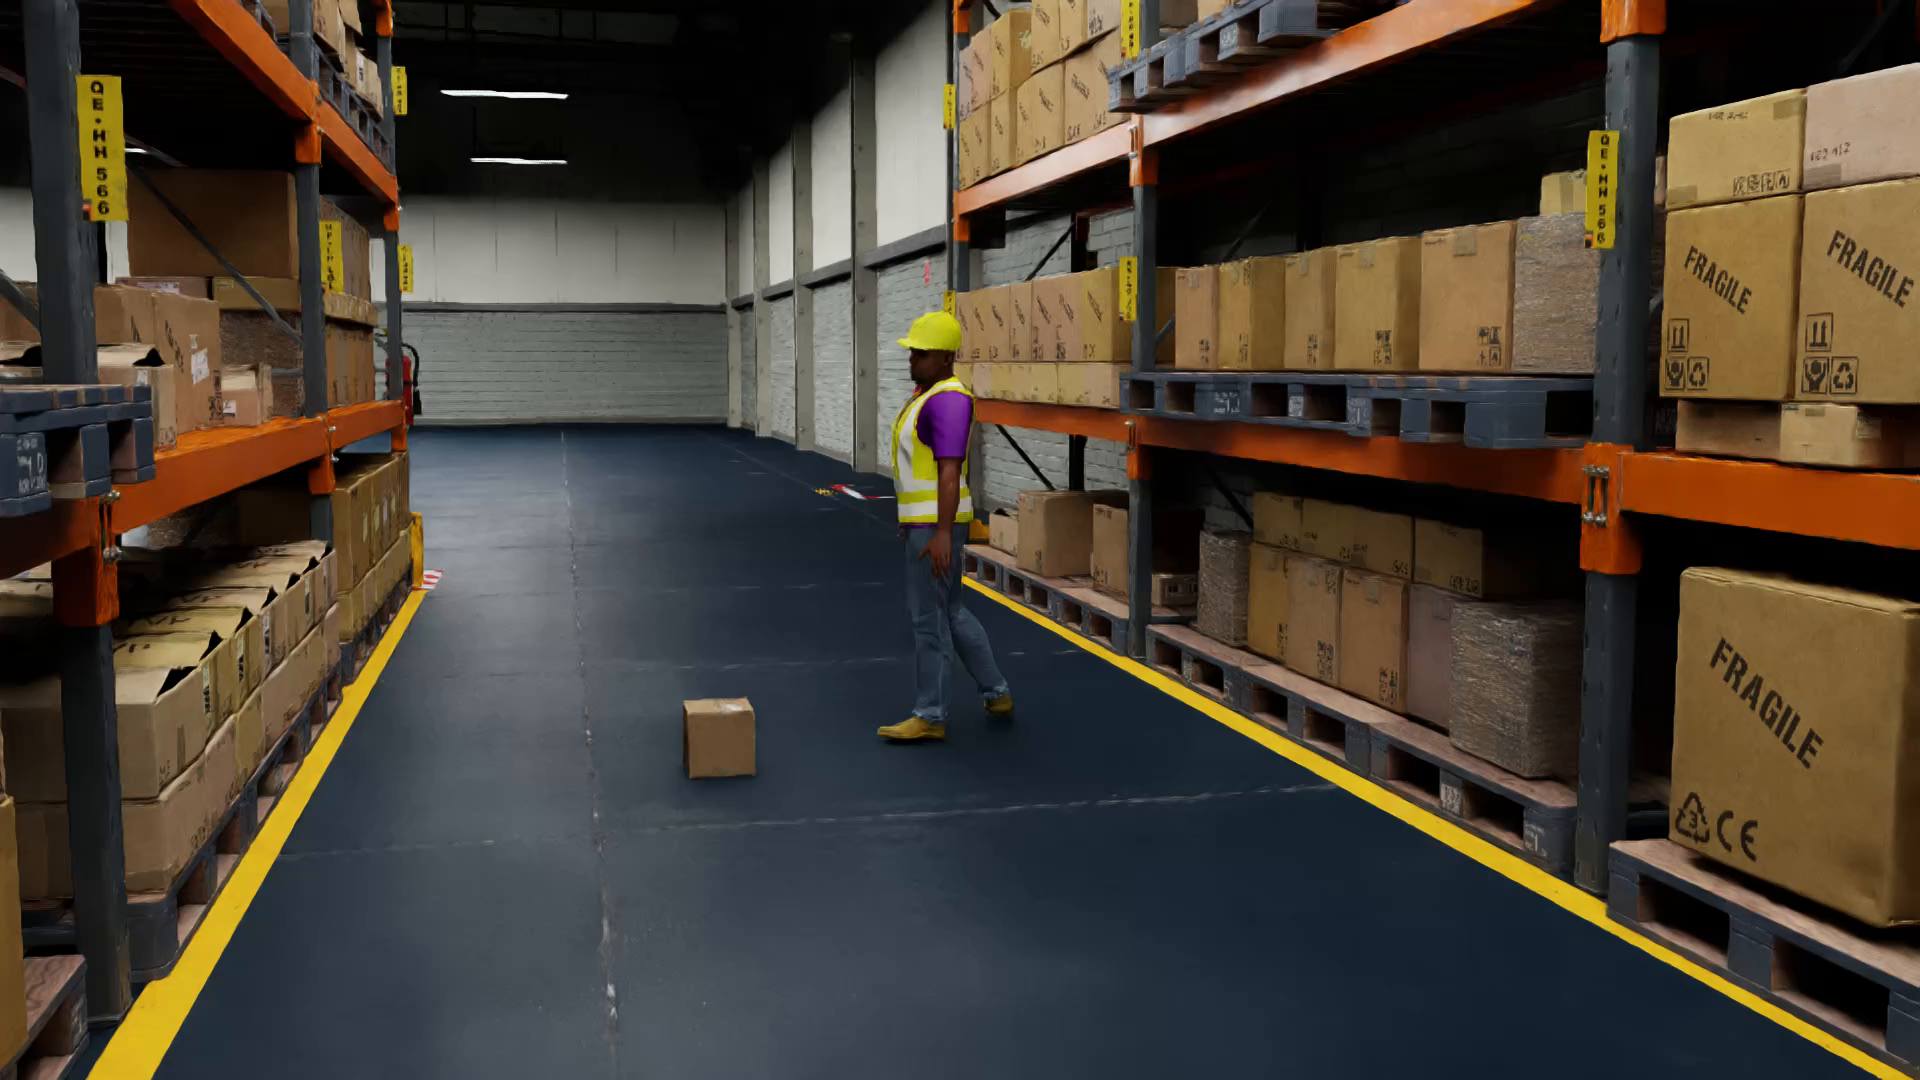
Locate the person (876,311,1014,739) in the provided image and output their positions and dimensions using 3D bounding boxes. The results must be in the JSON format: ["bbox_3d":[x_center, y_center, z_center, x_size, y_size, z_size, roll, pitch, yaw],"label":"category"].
[{"bbox_3d":[-0.052,-0.059,6.927,0.599,1.771,0.745,0,6,-3],"label":"person"}]
